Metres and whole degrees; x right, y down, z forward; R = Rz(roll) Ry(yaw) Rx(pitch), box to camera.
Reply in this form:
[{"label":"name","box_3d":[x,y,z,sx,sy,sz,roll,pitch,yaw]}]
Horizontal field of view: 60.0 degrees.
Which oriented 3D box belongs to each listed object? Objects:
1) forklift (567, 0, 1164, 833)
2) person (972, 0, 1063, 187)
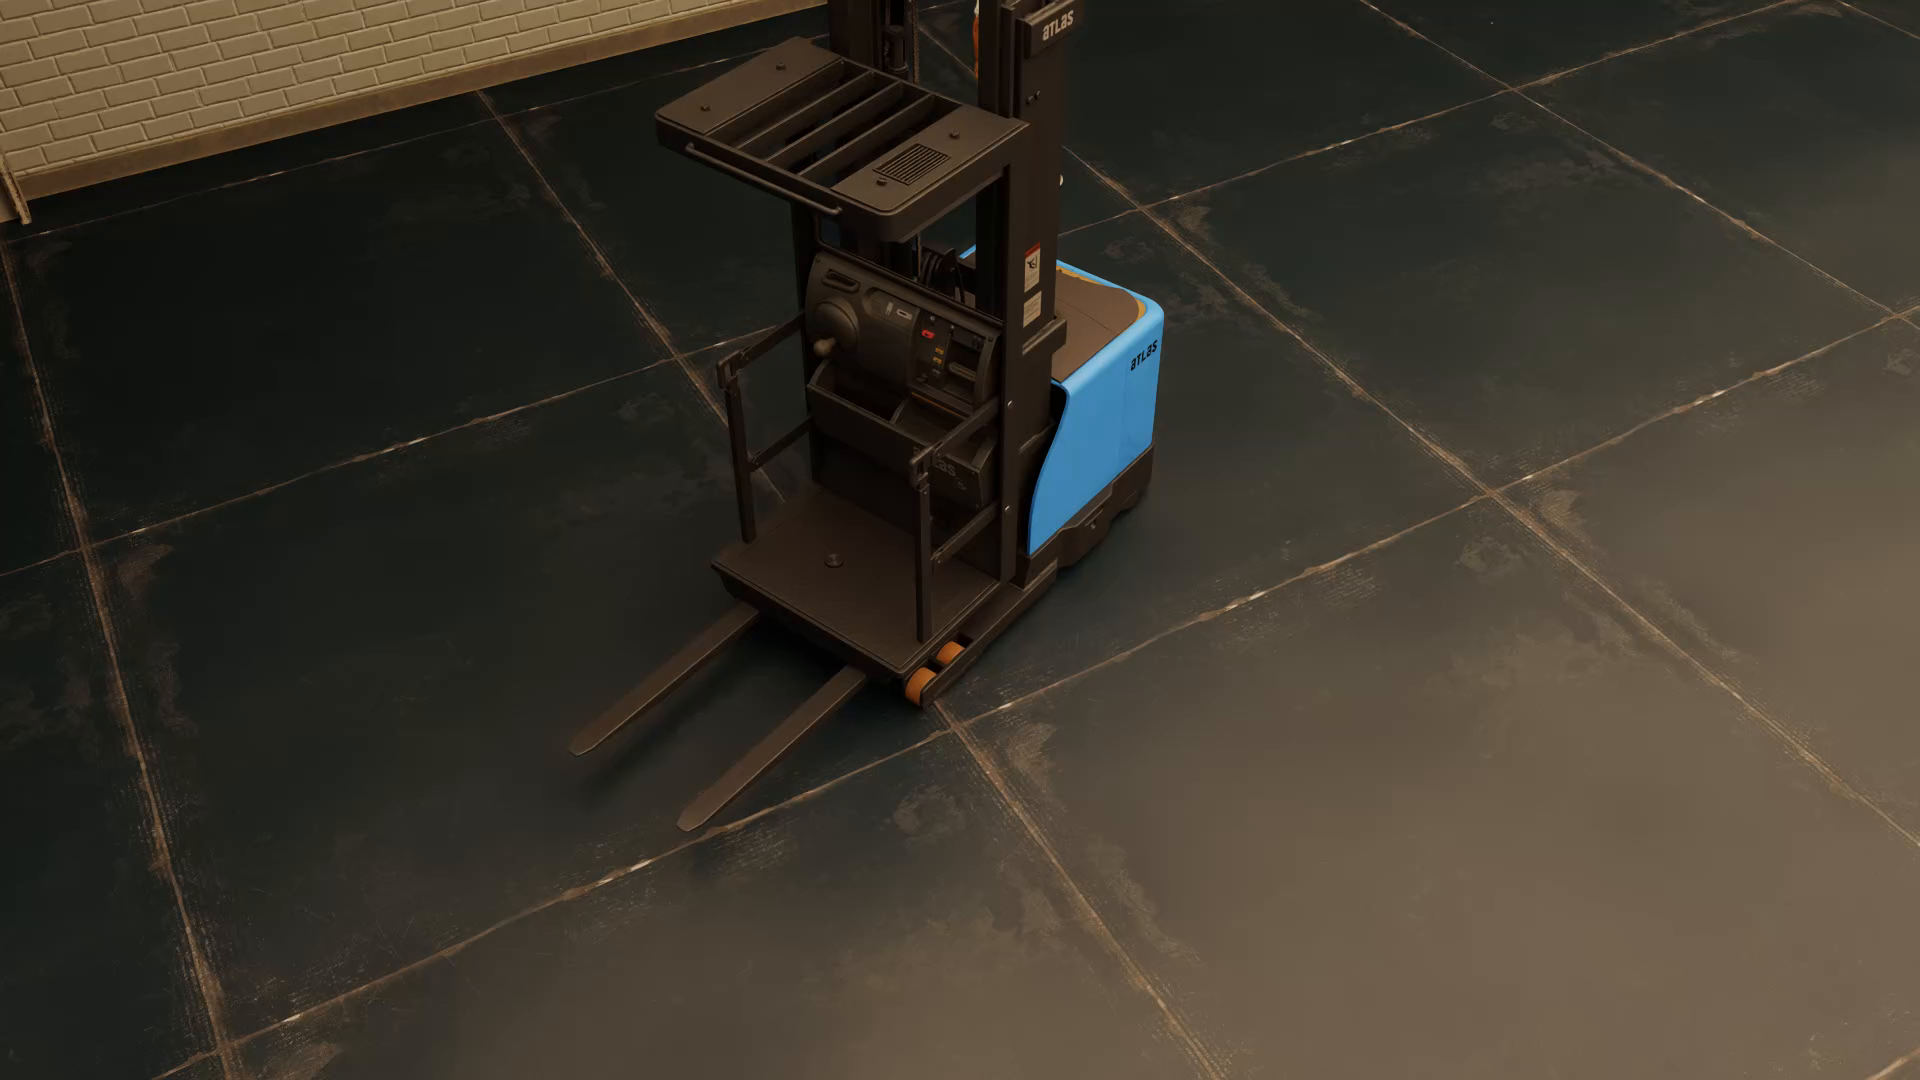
[{"label":"forklift","box_3d":[-0.375,-0.749,6.505,1.130,2.935,3.031,28,50,27]},{"label":"person","box_3d":[0.350,-2.767,9.615,0.550,1.664,0.470,4,43,4]}]
